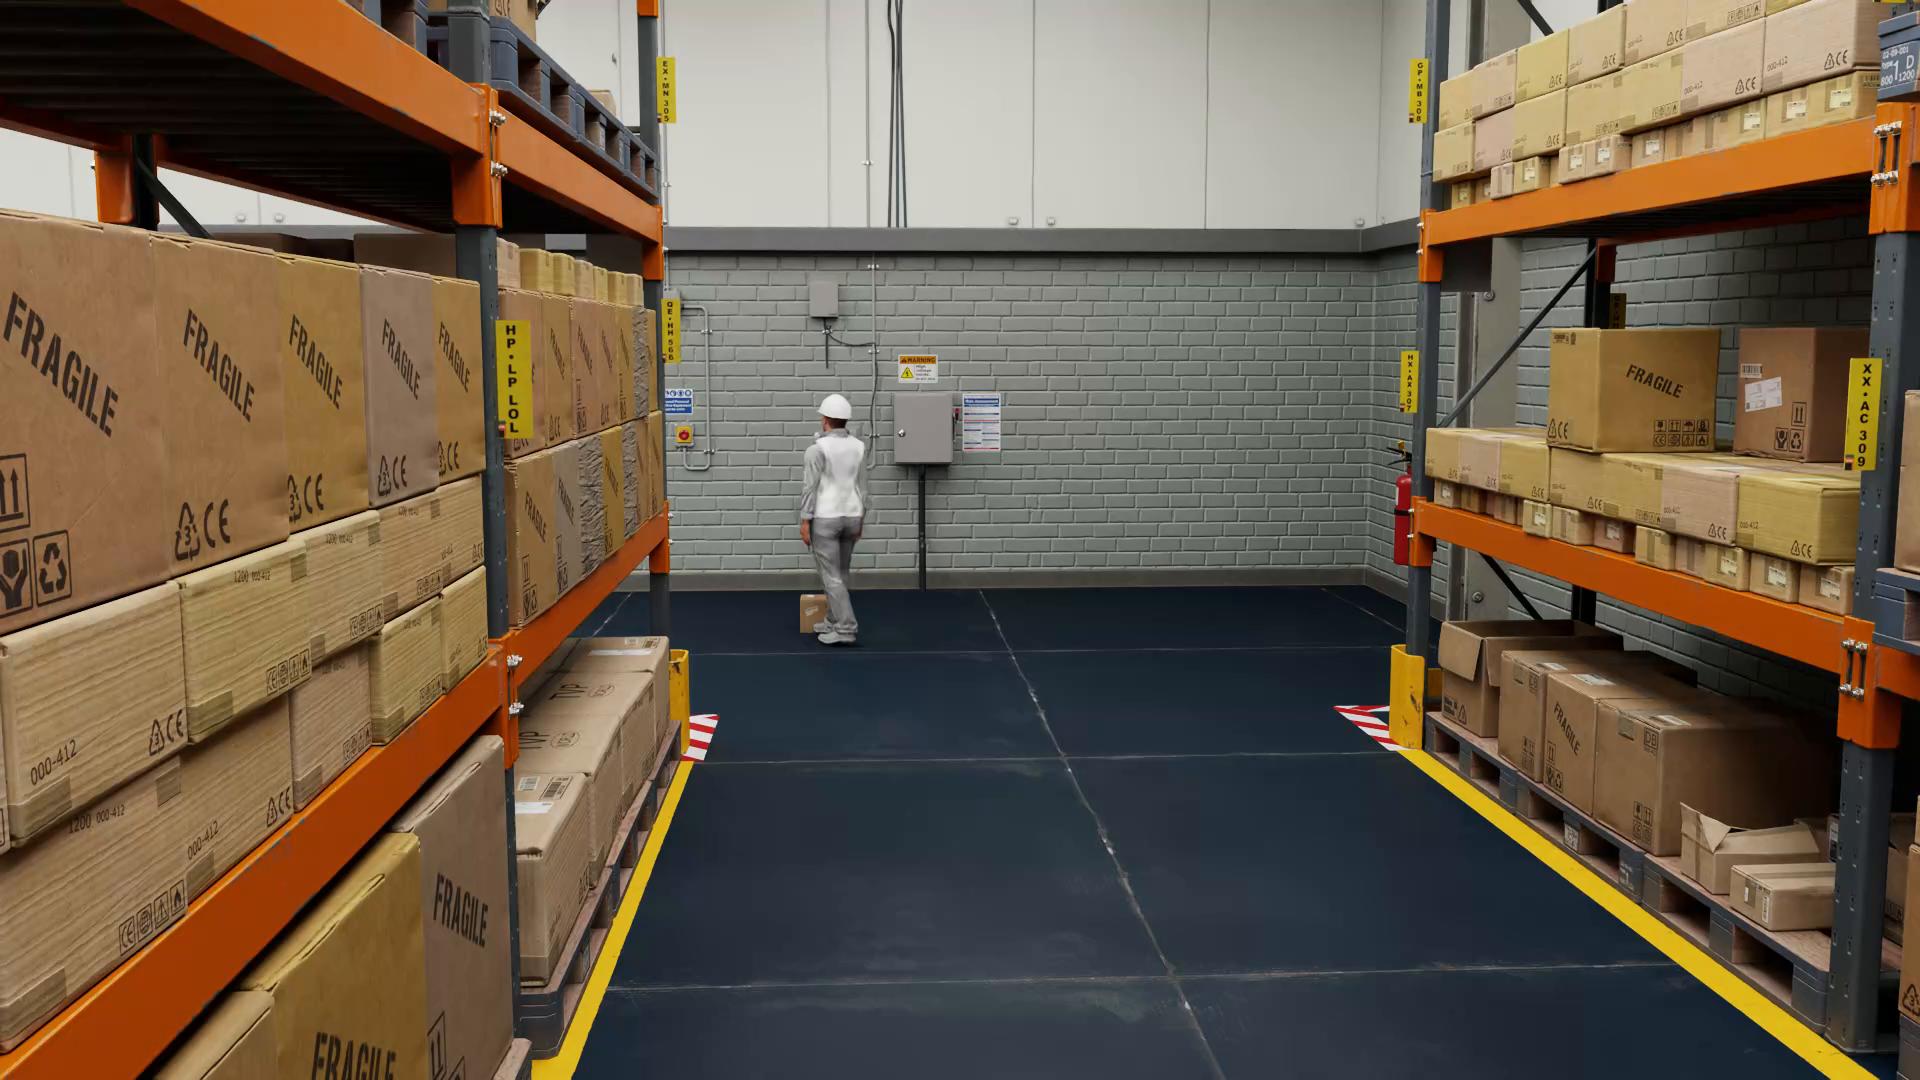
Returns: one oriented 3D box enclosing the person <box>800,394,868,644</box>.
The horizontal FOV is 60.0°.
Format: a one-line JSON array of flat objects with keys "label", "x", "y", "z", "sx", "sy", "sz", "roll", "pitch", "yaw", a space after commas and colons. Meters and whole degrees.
[{"label": "person", "x": -0.936, "y": -0.154, "z": 11.880, "sx": 0.532, "sy": 1.769, "sz": 0.690, "roll": -6, "pitch": 9, "yaw": -42}]
